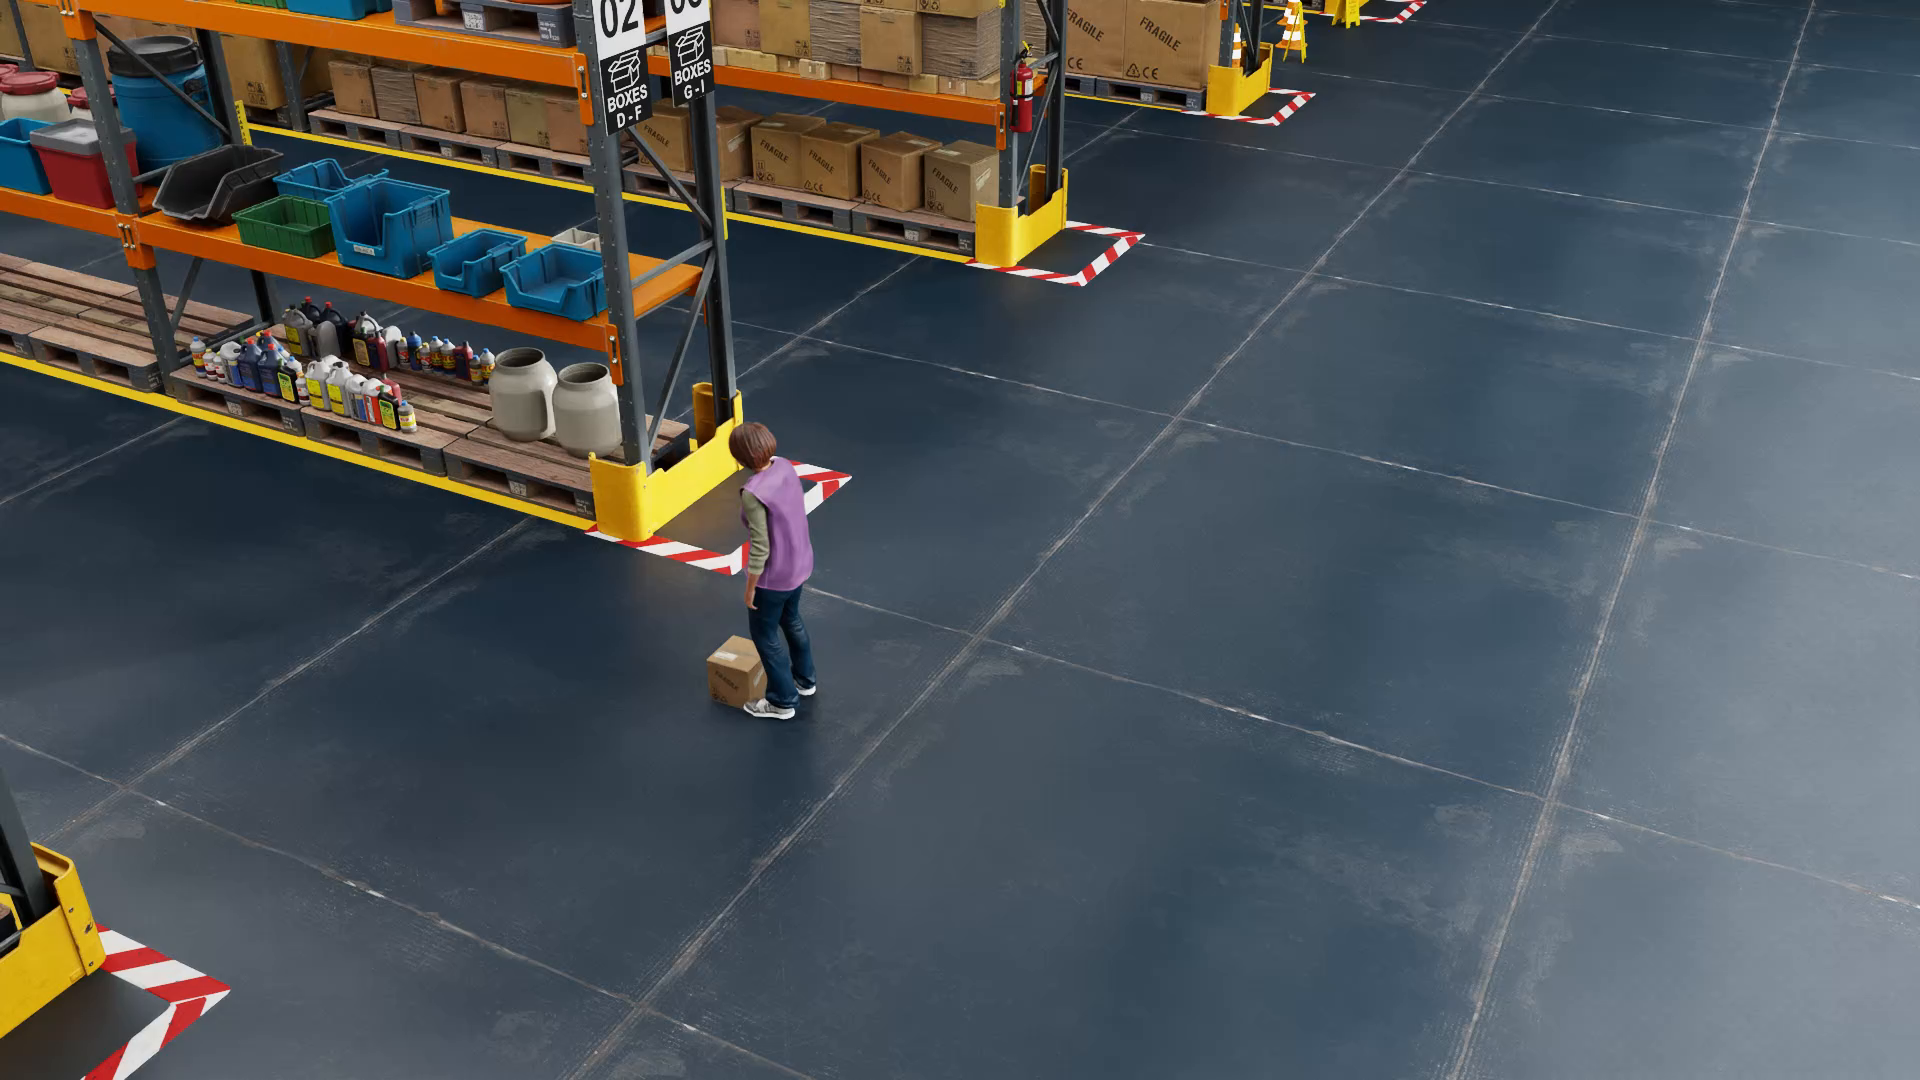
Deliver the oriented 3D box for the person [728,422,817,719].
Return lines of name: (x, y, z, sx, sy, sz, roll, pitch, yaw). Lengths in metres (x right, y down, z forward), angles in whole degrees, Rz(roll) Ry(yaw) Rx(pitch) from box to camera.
person: (-0.893, 0.152, 8.034, 0.346, 1.591, 0.479, 13, 33, 20)
